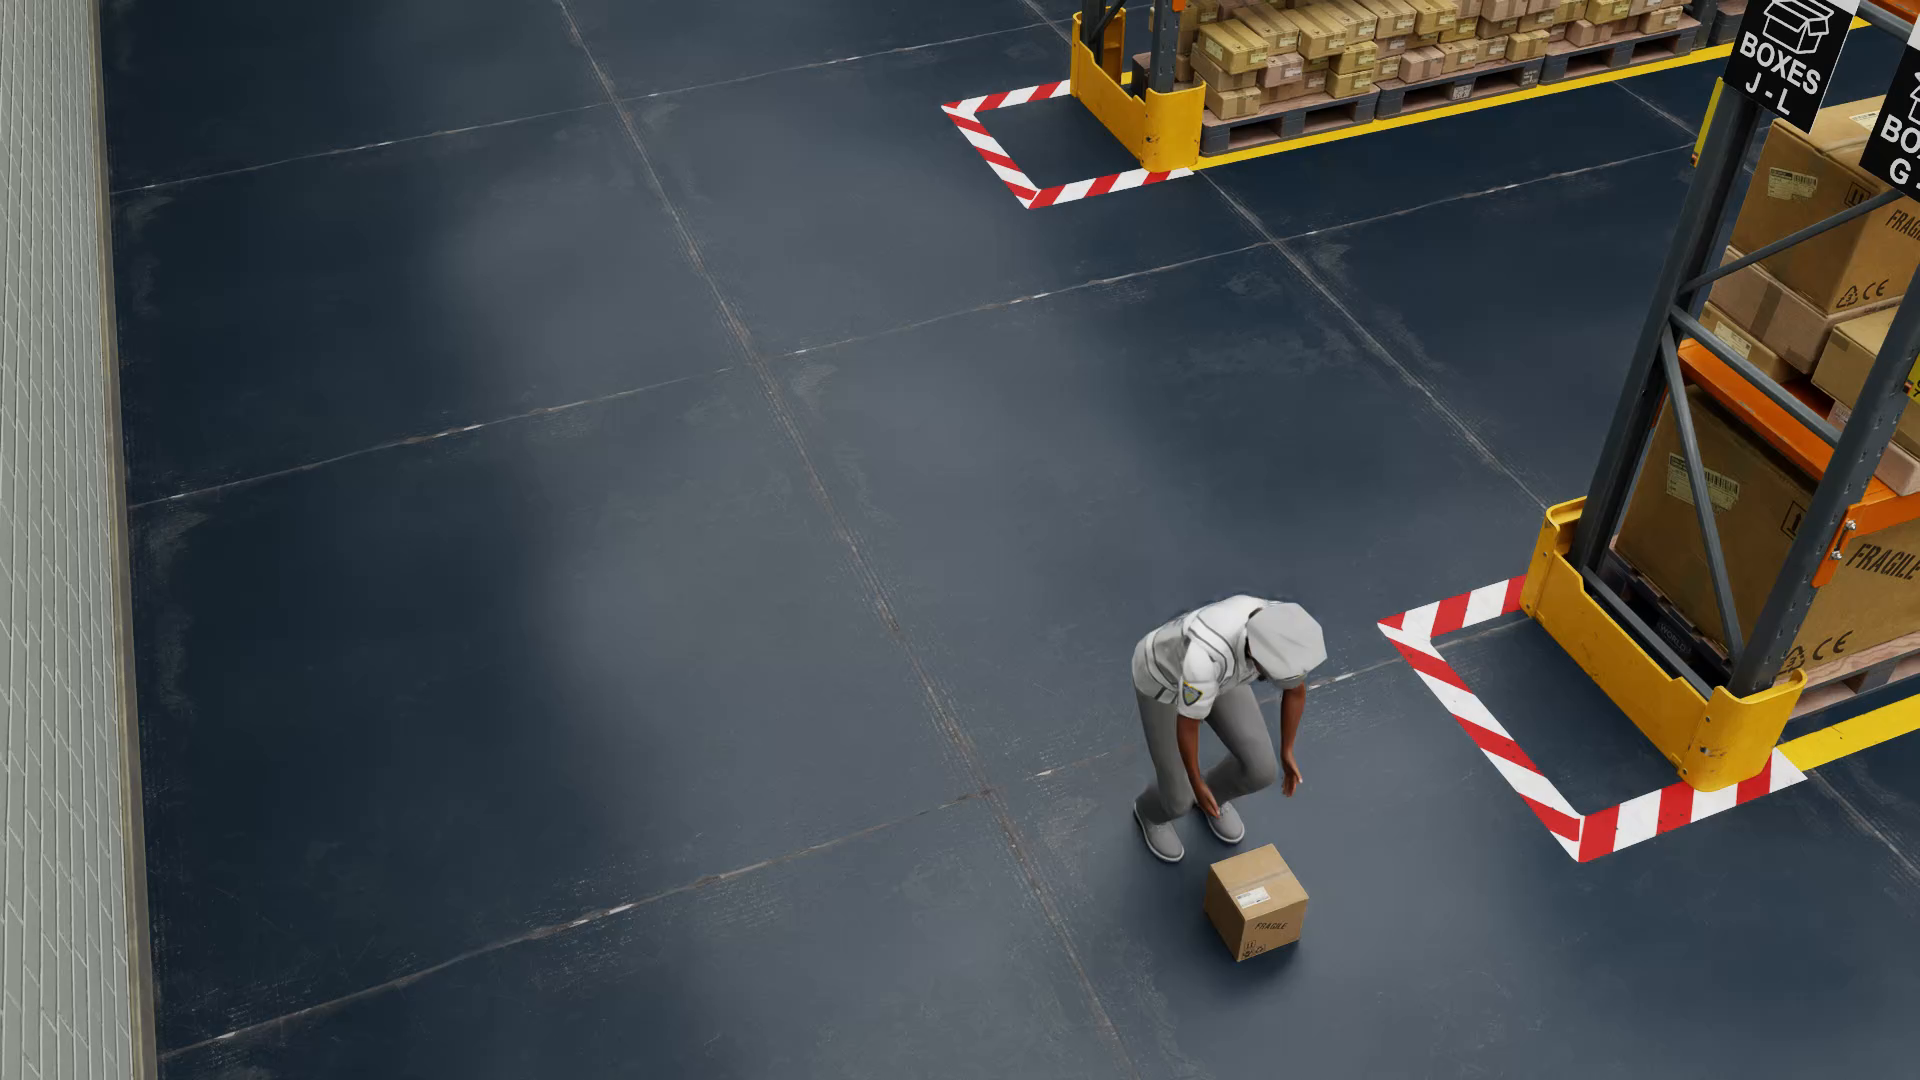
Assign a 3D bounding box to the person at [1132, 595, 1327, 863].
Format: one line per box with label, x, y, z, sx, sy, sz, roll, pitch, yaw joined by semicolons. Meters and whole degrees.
person;0.912;0.608;5.739;0.496;1.331;0.741;-15;44;-16
